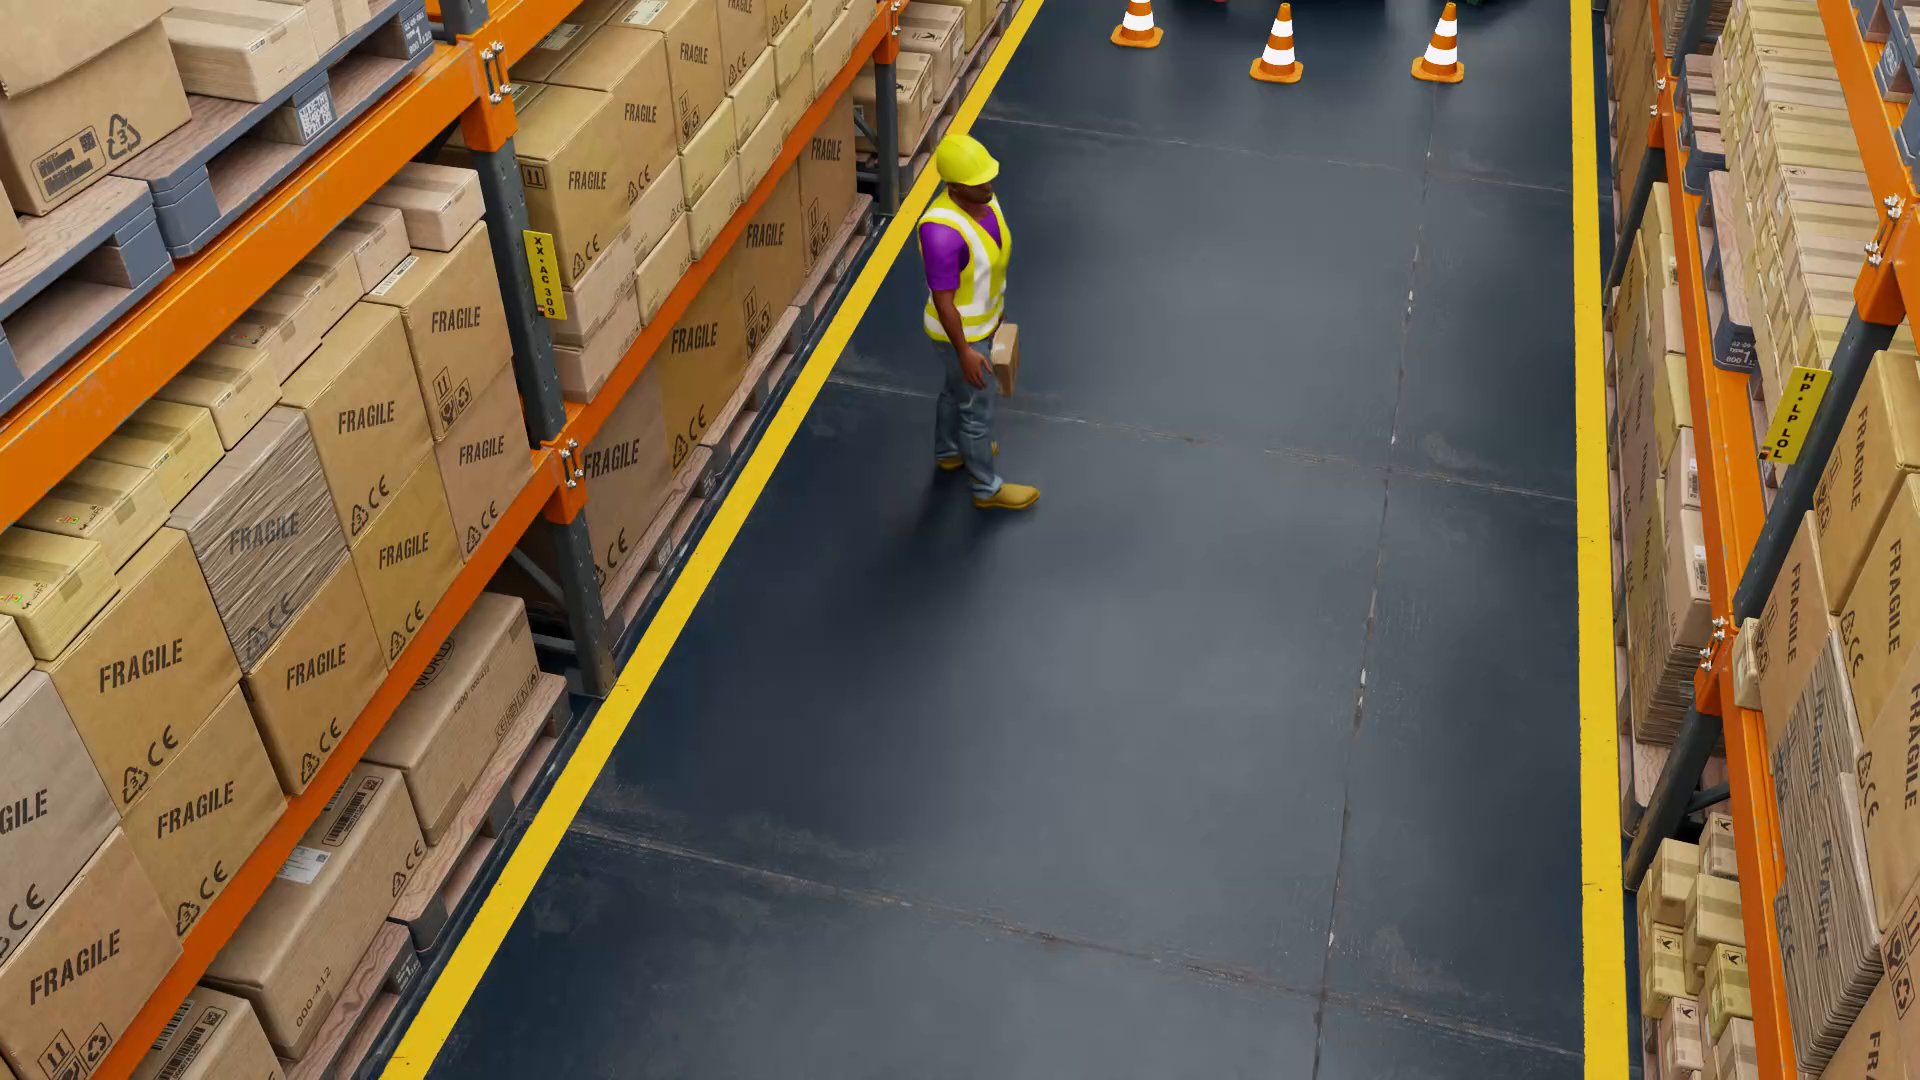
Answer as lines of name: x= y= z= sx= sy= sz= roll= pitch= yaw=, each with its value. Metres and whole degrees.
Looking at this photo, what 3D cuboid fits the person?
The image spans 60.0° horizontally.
person: x=0.122 y=-0.924 z=7.173 sx=0.549 sy=1.765 sz=0.632 roll=10 pitch=42 yaw=11
